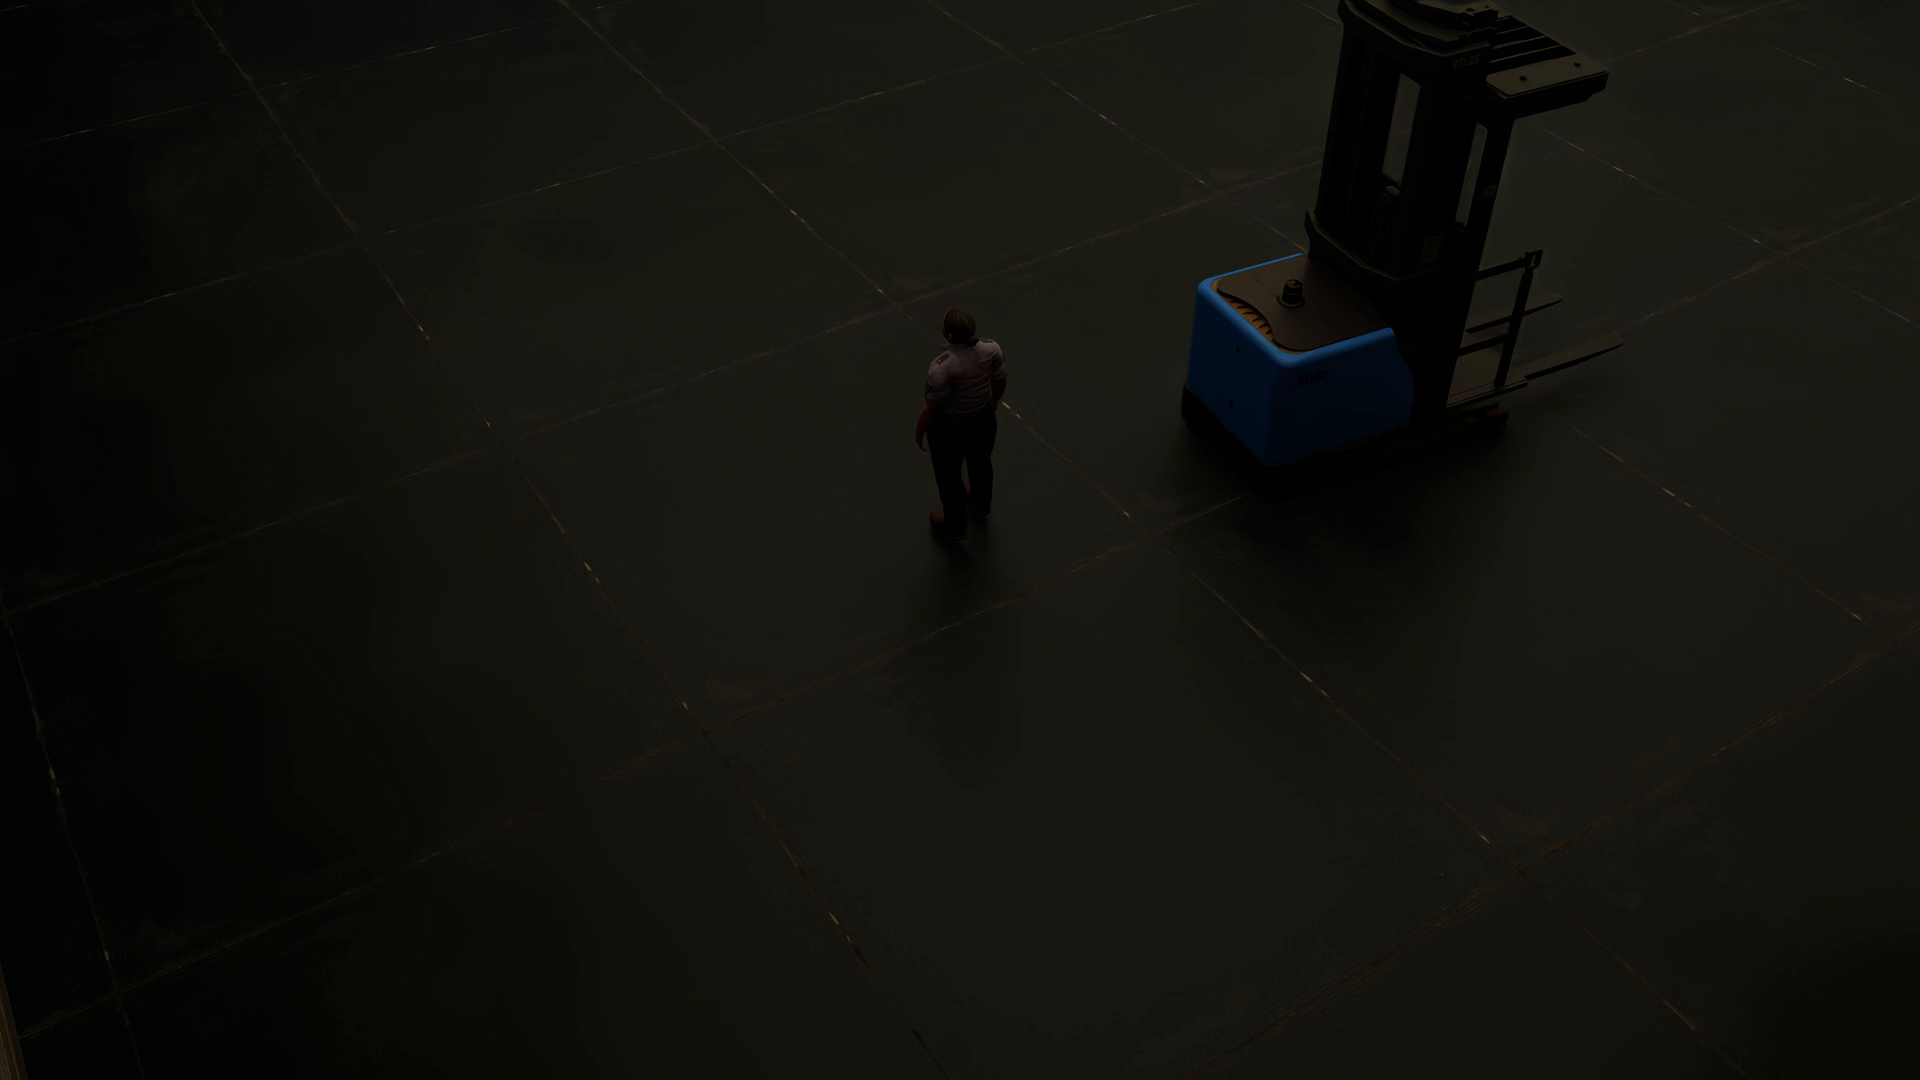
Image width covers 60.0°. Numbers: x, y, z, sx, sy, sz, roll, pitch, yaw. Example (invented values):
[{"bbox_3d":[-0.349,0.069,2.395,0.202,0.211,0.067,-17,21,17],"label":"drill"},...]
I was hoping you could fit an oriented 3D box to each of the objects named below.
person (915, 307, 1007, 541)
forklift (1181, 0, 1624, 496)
[{"bbox_3d":[-0.029,-0.714,9.590,0.598,1.651,0.503,-23,46,-24],"label":"person"},{"bbox_3d":[3.011,-2.042,10.208,3.031,2.935,1.130,-18,44,-19],"label":"forklift"}]
